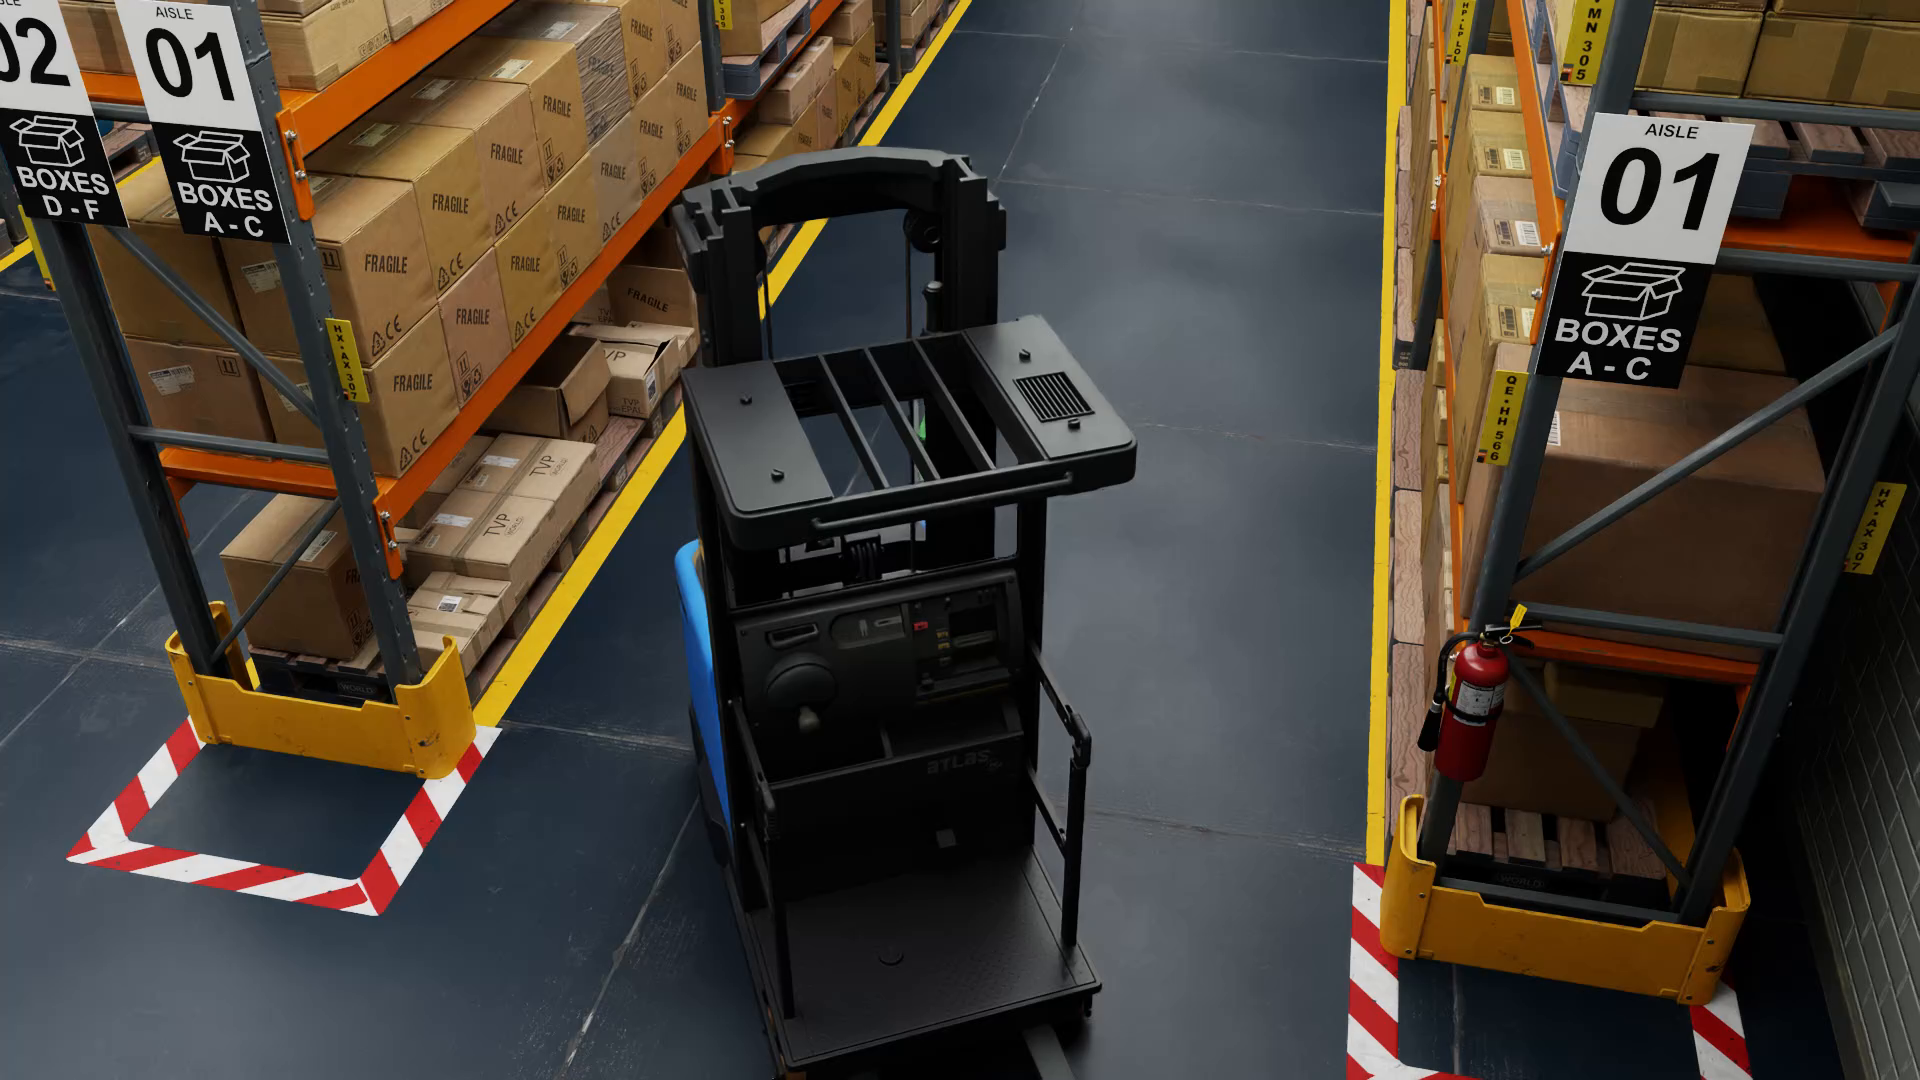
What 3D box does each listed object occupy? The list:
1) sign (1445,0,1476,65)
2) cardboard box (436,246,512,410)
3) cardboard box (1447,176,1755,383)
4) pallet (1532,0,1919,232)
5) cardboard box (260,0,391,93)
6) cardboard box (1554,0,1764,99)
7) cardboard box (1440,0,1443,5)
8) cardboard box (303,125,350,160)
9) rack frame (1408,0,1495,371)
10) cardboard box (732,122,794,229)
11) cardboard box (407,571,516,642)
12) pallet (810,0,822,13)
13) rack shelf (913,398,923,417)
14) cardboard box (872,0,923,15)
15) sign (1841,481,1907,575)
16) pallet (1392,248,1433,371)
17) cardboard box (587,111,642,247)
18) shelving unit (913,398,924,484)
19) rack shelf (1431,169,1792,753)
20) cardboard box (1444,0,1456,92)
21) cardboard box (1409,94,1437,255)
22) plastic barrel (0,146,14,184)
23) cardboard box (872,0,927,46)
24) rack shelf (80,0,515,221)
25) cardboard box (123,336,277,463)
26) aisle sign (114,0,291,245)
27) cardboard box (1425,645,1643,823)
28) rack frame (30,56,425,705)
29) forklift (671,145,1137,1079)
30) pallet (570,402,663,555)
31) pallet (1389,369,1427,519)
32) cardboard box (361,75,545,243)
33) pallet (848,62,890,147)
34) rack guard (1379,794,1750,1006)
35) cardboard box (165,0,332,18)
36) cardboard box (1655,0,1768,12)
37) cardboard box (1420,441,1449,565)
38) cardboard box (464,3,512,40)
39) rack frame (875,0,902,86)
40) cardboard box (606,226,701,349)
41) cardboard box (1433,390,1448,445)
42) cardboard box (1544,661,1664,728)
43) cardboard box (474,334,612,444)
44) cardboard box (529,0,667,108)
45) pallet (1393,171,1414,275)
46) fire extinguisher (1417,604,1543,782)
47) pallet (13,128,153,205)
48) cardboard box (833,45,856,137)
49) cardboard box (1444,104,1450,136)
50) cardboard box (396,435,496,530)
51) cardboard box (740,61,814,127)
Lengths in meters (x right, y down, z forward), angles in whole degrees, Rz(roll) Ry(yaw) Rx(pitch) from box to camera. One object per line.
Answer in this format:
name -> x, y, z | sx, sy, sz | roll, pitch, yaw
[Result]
sign -> 2.486, -2.517, 8.248 | 0.100, 0.325, 0.005 | 7, 37, 10
cardboard box -> -2.219, -0.902, 6.853 | 0.500, 0.500, 0.500 | 7, 37, 10
cardboard box -> 2.579, -0.994, 6.810 | 0.980, 0.700, 0.700 | 6, 36, 8
pallet -> 2.312, -1.330, 5.048 | 1.003, 0.211, 1.213 | 7, 37, 10
cardboard box -> -2.319, -1.760, 5.694 | 0.500, 0.250, 0.500 | 7, 37, 10
cardboard box -> 2.061, -1.542, 4.950 | 0.500, 0.250, 0.500 | 8, 37, 11
cardboard box -> 3.290, -3.650, 10.375 | 0.500, 0.500, 0.500 | 7, 37, 10
cardboard box -> -2.743, -1.368, 6.644 | 0.500, 0.500, 0.500 | 8, 37, 11
rack frame -> 3.018, -2.018, 8.478 | 1.000, 3.000, 0.127 | 7, 37, 10
cardboard box -> -1.378, -2.357, 10.701 | 0.500, 0.500, 0.500 | 8, 37, 11
cardboard box -> -2.198, 0.285, 7.340 | 0.380, 0.166, 0.250 | 7, 37, 10
pallet -> -1.379, -3.737, 11.013 | 1.003, 0.211, 1.213 | 7, 37, 10
rack shelf -> -0.035, -0.728, 7.523 | 0.258, 0.148, 0.480 | 7, 37, 10
cardboard box -> -0.569, -4.477, 13.378 | 0.500, 0.311, 0.500 | 9, 37, 12
sign -> 2.704, -0.034, 4.936 | 0.100, 0.325, 0.005 | 7, 37, 10
pallet -> 3.109, -1.341, 9.920 | 1.003, 0.211, 1.213 | 7, 37, 10
cardboard box -> -1.895, -1.768, 8.048 | 0.500, 0.500, 0.500 | 8, 37, 11
shelving unit -> -0.035, -0.391, 7.767 | 0.258, 1.200, 0.503 | 7, 37, 10
rack shelf -> 2.591, -0.580, 7.107 | 1.077, 0.370, 4.000 | 7, 37, 10
cardboard box -> 2.969, -2.777, 9.169 | 0.500, 0.500, 0.500 | 8, 37, 10
cardboard box -> 3.217, -2.216, 10.226 | 0.750, 0.750, 0.750 | 8, 37, 11
plastic barrel -> -6.528, -2.890, 11.111 | 0.600, 0.901, 0.708 | 7, 37, 10
cardboard box -> -0.569, -4.250, 13.543 | 0.500, 0.250, 0.500 | 7, 37, 10
rack shelf -> -2.250, -2.413, 7.081 | 1.077, 0.370, 4.000 | 7, 37, 10
cardboard box -> -2.847, -0.675, 6.540 | 0.500, 0.500, 0.500 | 8, 37, 11
aisle sign -> -2.404, -1.320, 5.300 | 0.394, 0.787, 0.004 | 7, 37, 10
cardboard box -> 2.215, 0.704, 6.495 | 0.700, 0.500, 0.500 | 7, 37, 10
rack frame -> -2.677, -0.343, 6.168 | 1.000, 3.000, 0.127 | 7, 37, 10
forklift -> -0.179, 0.427, 5.164 | 1.130, 2.935, 3.031 | -11, 37, -14
pallet -> -2.228, -0.412, 8.639 | 1.003, 0.211, 1.213 | 7, 37, 10
pallet -> 2.779, -0.463, 8.708 | 1.003, 0.211, 1.213 | 7, 37, 10
cardboard box -> -2.108, -1.597, 6.960 | 0.500, 0.500, 0.500 | 8, 37, 11
pallet -> -1.164, -3.377, 12.730 | 1.003, 0.211, 1.213 | 7, 37, 10
rack guard -> 2.158, 1.301, 6.029 | 1.175, 0.500, 0.348 | 7, 37, 10
cardboard box -> -2.313, -1.962, 5.546 | 0.500, 0.250, 0.500 | 7, 37, 10
cardboard box -> 2.053, -1.846, 4.731 | 0.500, 0.500, 0.500 | 7, 37, 10
cardboard box -> 2.536, -0.178, 7.712 | 0.700, 0.500, 0.500 | 8, 37, 11
cardboard box -> -2.418, -2.257, 7.870 | 0.500, 0.500, 0.500 | 6, 36, 9
rack frame -> -0.968, -4.930, 12.496 | 1.000, 3.000, 0.127 | 7, 37, 10
cardboard box -> -1.667, -1.440, 9.436 | 0.500, 0.500, 0.500 | 7, 37, 10
cardboard box -> 2.395, -0.550, 7.672 | 0.380, 0.149, 0.250 | 6, 36, 9
cardboard box -> 2.384, 0.538, 6.171 | 0.380, 0.149, 0.250 | 8, 37, 10
cardboard box -> -2.219, -0.726, 8.448 | 0.797, 0.503, 0.637 | 7, 37, 10
cardboard box -> -1.784, -2.465, 8.159 | 0.500, 0.500, 0.500 | 7, 36, 9
pallet -> 3.367, -2.042, 10.888 | 1.003, 0.211, 1.213 | 7, 37, 10
fire extinguisher -> 1.680, 0.486, 5.407 | 0.296, 0.674, 0.183 | 7, 37, 10
pallet -> -6.455, -2.568, 11.613 | 1.003, 0.211, 1.213 | 7, 37, 10
cardboard box -> -1.049, -3.234, 11.911 | 0.500, 0.500, 0.500 | 6, 36, 8
cardboard box -> 2.844, -2.301, 9.066 | 0.380, 0.149, 0.250 | 8, 37, 11
cardboard box -> -2.569, -0.292, 8.064 | 0.500, 0.250, 0.500 | 7, 37, 10
cardboard box -> -1.267, -2.926, 10.848 | 0.500, 0.250, 0.500 | 7, 37, 10
